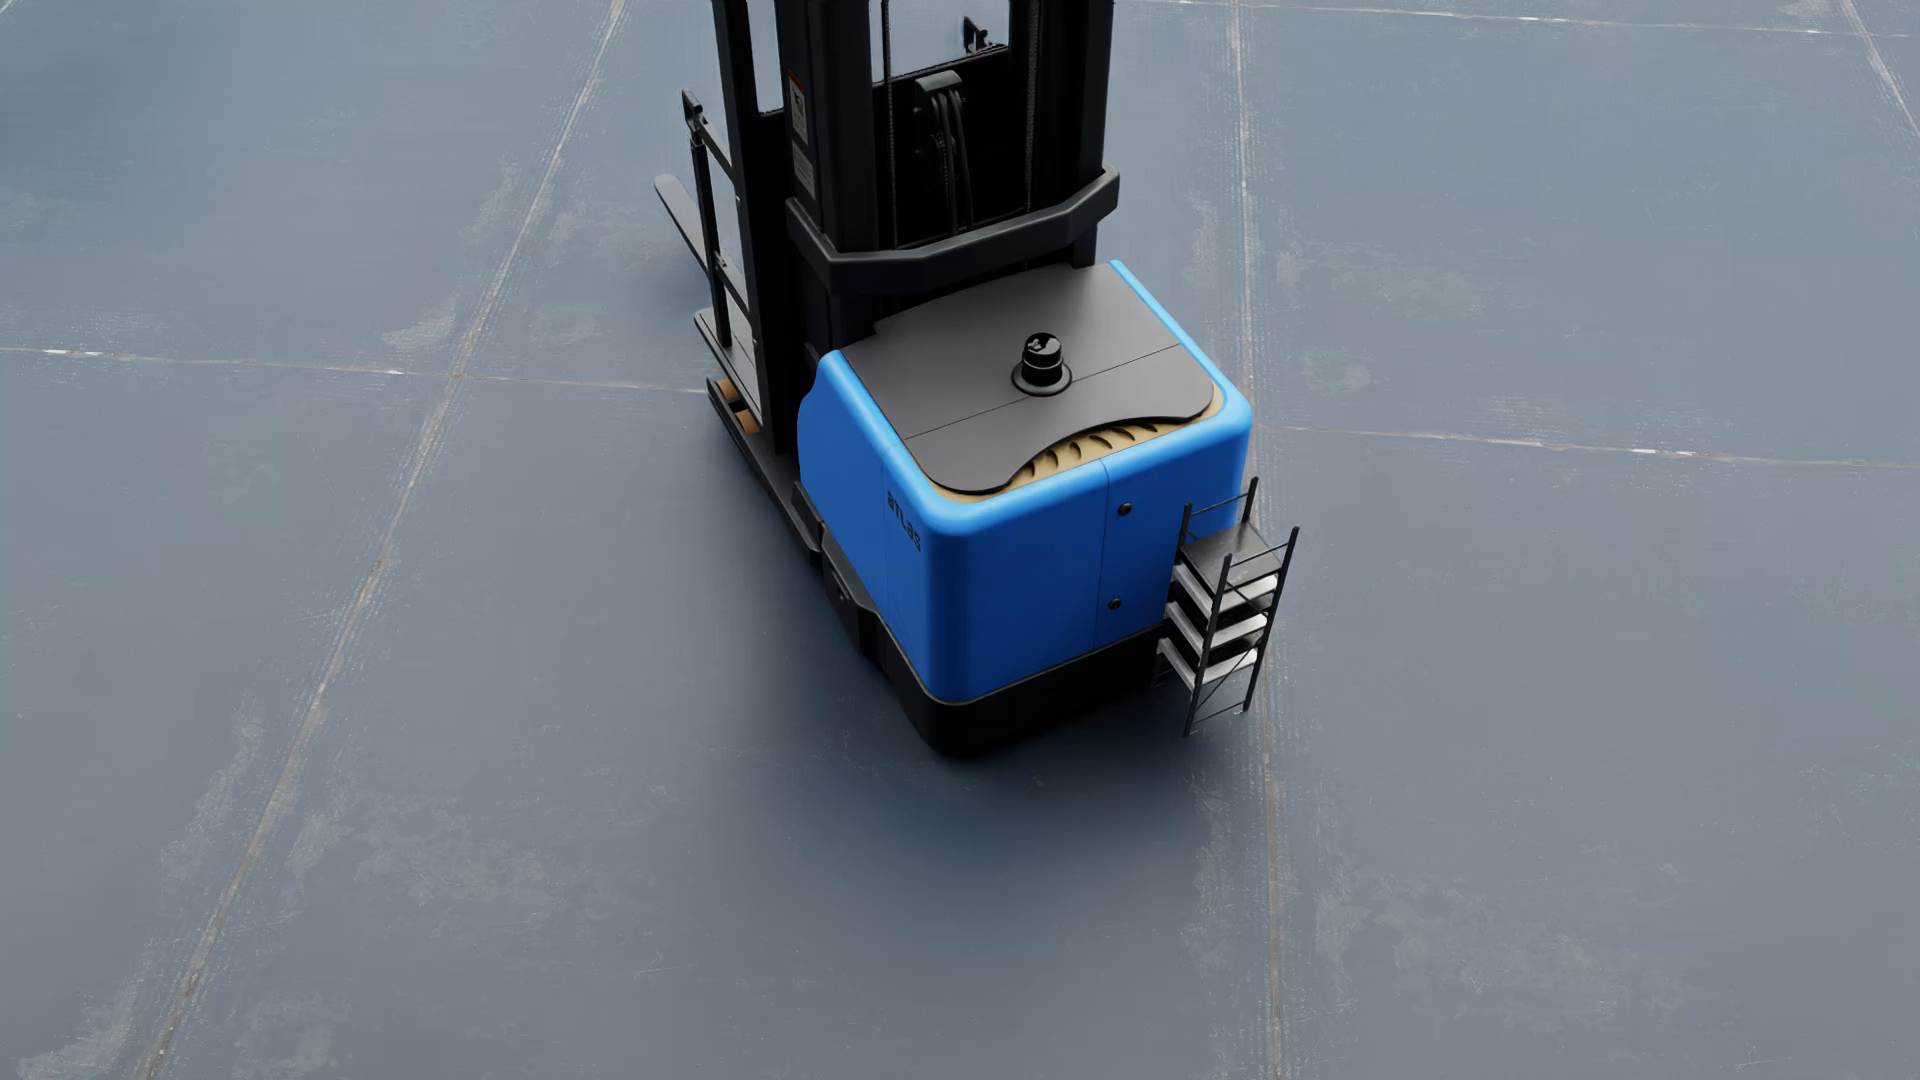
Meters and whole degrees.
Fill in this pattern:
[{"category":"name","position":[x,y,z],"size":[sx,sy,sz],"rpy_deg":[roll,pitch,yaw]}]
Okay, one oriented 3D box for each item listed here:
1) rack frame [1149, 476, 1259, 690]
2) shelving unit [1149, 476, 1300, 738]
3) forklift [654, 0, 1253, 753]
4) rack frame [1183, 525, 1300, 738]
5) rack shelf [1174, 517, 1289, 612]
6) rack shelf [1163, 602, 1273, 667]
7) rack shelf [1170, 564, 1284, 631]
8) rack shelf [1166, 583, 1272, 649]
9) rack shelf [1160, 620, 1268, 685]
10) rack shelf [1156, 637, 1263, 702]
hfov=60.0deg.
[{"category":"rack frame","position":[0.722,0.148,4.990],"size":[0.240,0.900,0.006],"rpy_deg":[-21,54,-18]},{"category":"shelving unit","position":[0.768,0.218,4.933],"size":[0.258,0.900,0.210],"rpy_deg":[-21,54,-18]},{"category":"forklift","position":[-0.272,-1.437,5.078],"size":[1.130,2.935,3.031],"rpy_deg":[-20,51,-18]},{"category":"rack frame","position":[0.815,0.289,4.876],"size":[0.240,0.900,0.006],"rpy_deg":[-21,54,-18]},{"category":"rack shelf","position":[0.774,0.067,4.751],"size":[0.258,0.077,0.200],"rpy_deg":[-21,54,-18]},{"category":"rack shelf","position":[0.768,0.240,4.959],"size":[0.258,0.077,0.200],"rpy_deg":[-21,54,-18]},{"category":"rack shelf","position":[0.772,0.125,4.821],"size":[0.258,0.077,0.200],"rpy_deg":[-21,54,-18]},{"category":"rack shelf","position":[0.770,0.182,4.890],"size":[0.258,0.077,0.200],"rpy_deg":[-21,54,-18]},{"category":"rack shelf","position":[0.766,0.297,5.028],"size":[0.258,0.077,0.200],"rpy_deg":[-21,54,-18]},{"category":"rack shelf","position":[0.763,0.355,5.097],"size":[0.258,0.077,0.200],"rpy_deg":[-21,54,-18]}]
